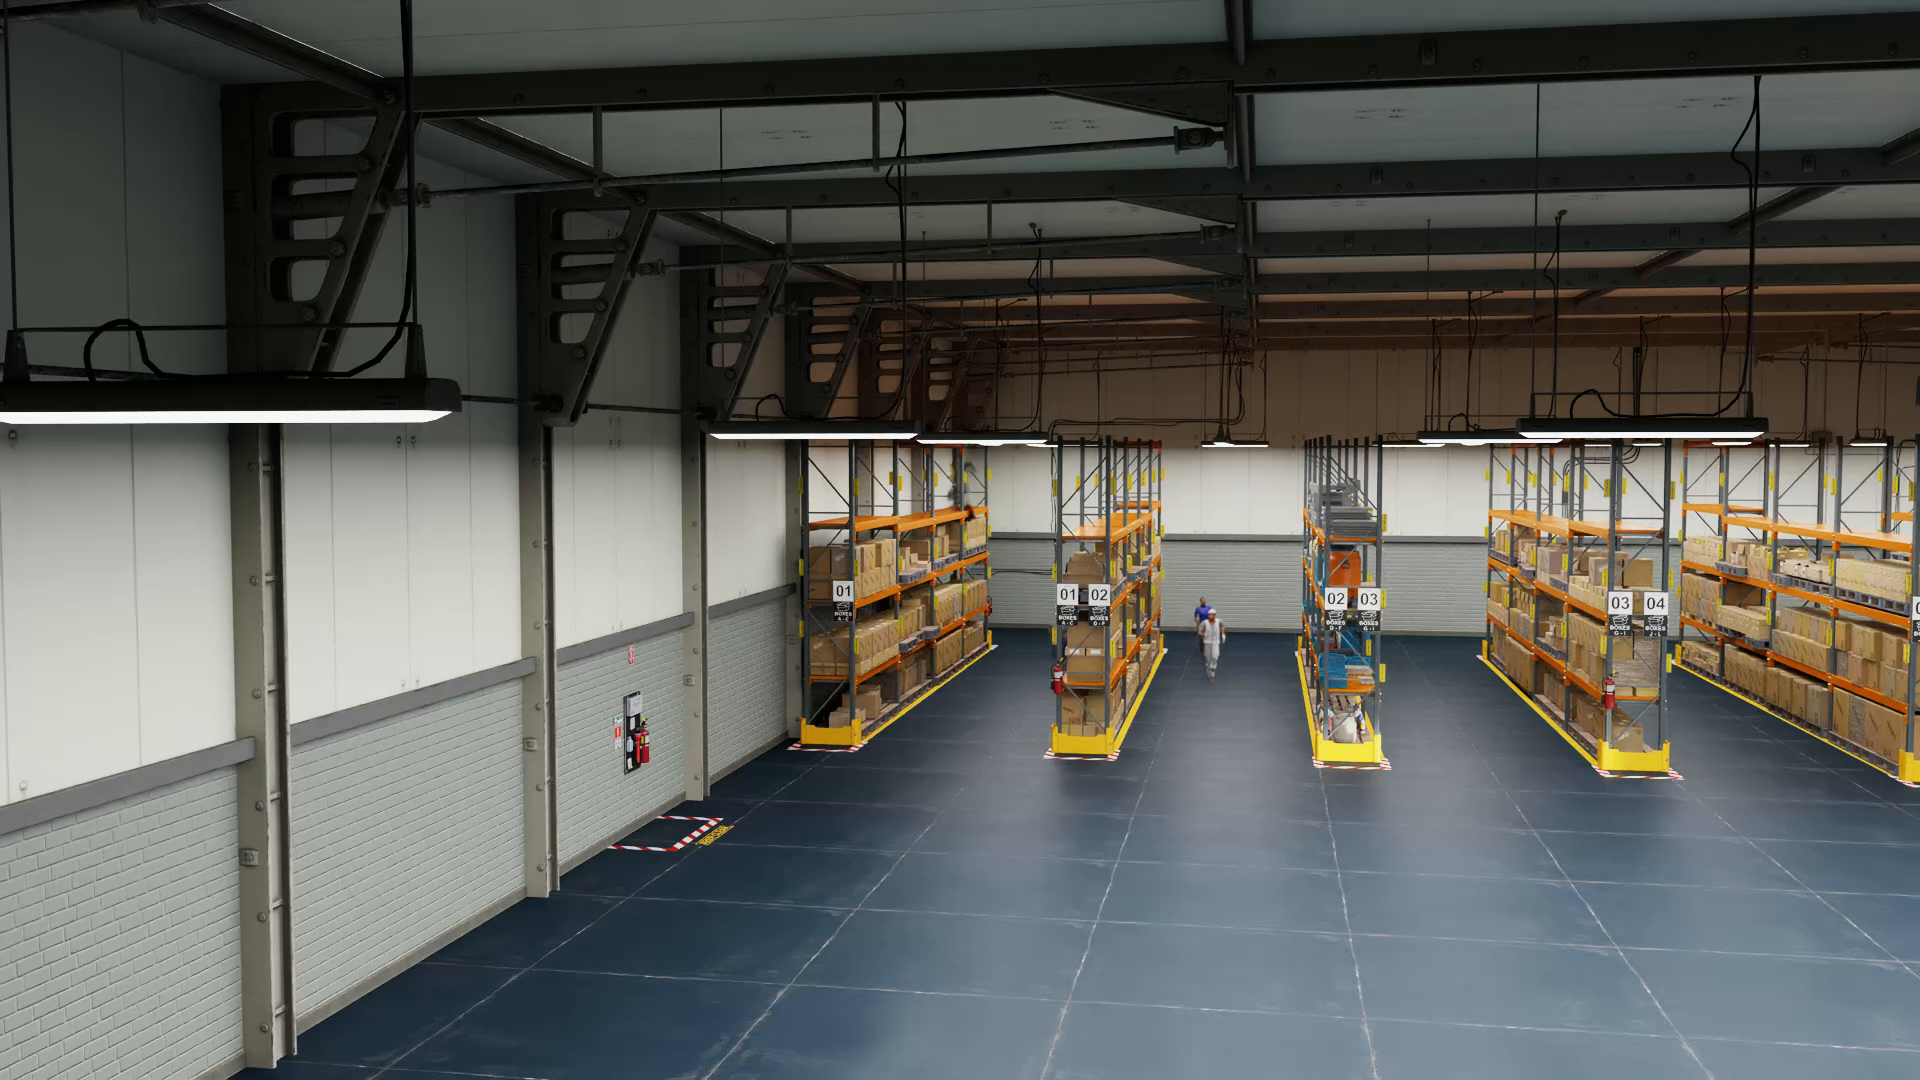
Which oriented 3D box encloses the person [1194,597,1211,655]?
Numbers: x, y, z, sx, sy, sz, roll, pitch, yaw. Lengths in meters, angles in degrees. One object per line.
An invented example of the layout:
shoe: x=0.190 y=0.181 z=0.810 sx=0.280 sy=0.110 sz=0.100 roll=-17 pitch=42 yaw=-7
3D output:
person: x=6.832 y=2.411 z=46.372 sx=0.598 sy=1.623 sz=0.552 roll=-1 pitch=3 yaw=-12

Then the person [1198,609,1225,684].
person: x=6.230 y=2.602 z=41.227 sx=0.692 sy=1.815 sz=0.989 roll=0 pitch=3 yaw=1

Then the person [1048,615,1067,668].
person: x=2.542 y=2.649 z=42.844 sx=0.597 sy=1.570 sz=0.697 roll=1 pitch=3 yaw=12
